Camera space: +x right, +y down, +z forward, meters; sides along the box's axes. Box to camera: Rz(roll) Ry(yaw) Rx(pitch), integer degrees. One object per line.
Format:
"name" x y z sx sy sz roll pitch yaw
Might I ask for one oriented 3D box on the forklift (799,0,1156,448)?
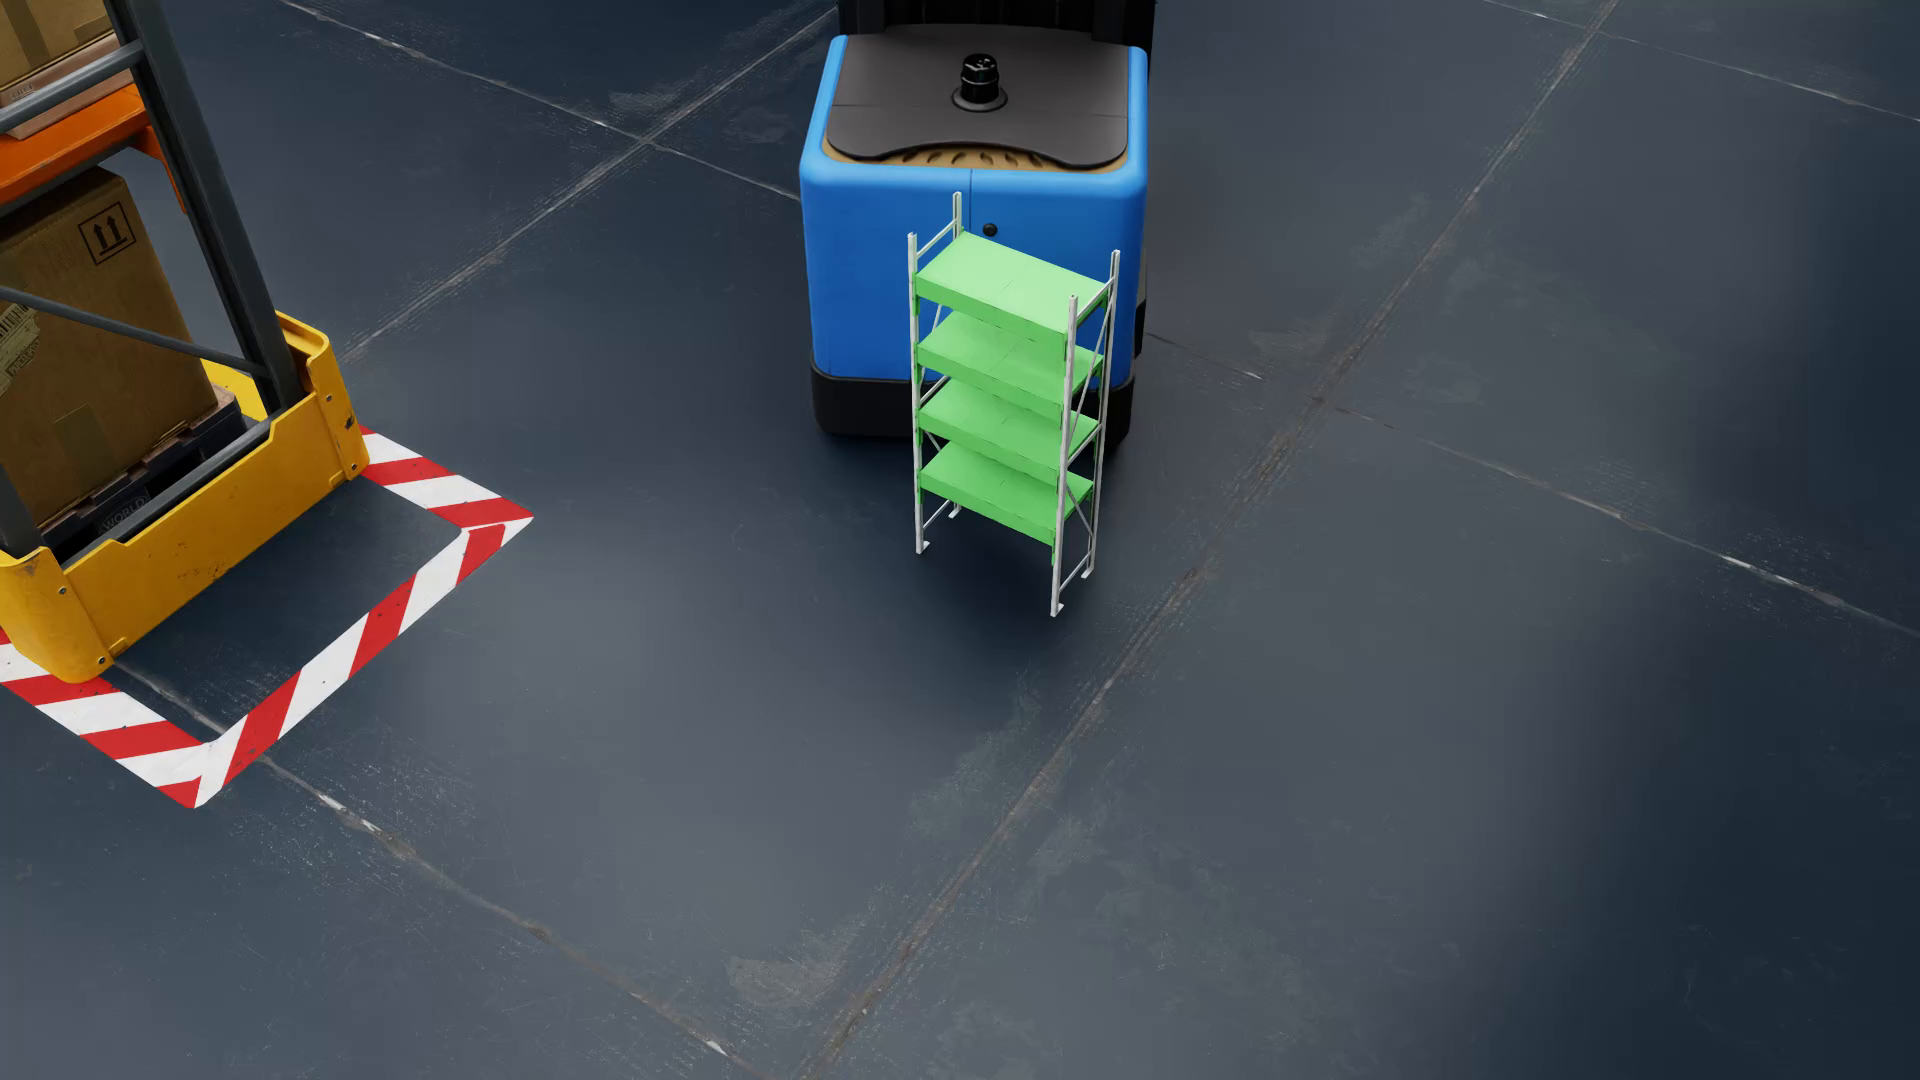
"forklift" 0.144 -2.378 5.517 1.130 2.935 3.031 3 46 3

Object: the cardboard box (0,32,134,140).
"cardboard box" -2.528 -1.286 4.583 0.250 0.149 0.380 25 51 23

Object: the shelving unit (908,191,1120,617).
"shelving unit" 0.139 -0.354 4.757 0.503 1.200 0.258 25 51 22

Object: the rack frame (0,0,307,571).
"rack frame" -2.407 -1.037 4.166 0.127 3.000 1.000 25 51 22

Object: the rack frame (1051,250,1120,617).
"rack frame" 0.345 -0.260 4.666 0.015 1.200 0.240 25 51 22

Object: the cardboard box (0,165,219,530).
"cardboard box" -2.989 -0.642 4.971 0.875 0.875 0.875 25 51 22

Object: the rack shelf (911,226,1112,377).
"rack shelf" 0.139 -0.644 4.459 0.480 0.148 0.258 25 51 22

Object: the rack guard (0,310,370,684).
"rack guard" -2.387 -0.156 5.053 0.348 0.500 1.175 25 51 22

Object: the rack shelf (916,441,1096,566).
"rack shelf" 0.139 -0.142 4.975 0.480 0.148 0.258 25 51 22

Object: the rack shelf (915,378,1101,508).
"rack shelf" 0.139 -0.310 4.803 0.480 0.148 0.258 25 51 22

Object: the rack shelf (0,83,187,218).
"rack shelf" -4.091 -1.560 5.176 4.000 0.370 1.077 25 51 22

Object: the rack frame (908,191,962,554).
"rack frame" -0.066 -0.449 4.849 0.015 1.200 0.240 25 51 22

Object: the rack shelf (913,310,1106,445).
"rack shelf" 0.139 -0.477 4.631 0.480 0.148 0.258 25 51 22

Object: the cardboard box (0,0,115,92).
"cardboard box" -2.666 -1.437 4.452 0.500 0.250 0.500 23 50 21

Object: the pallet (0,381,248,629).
"pallet" -3.123 -0.327 5.421 1.213 0.211 1.003 25 51 22
